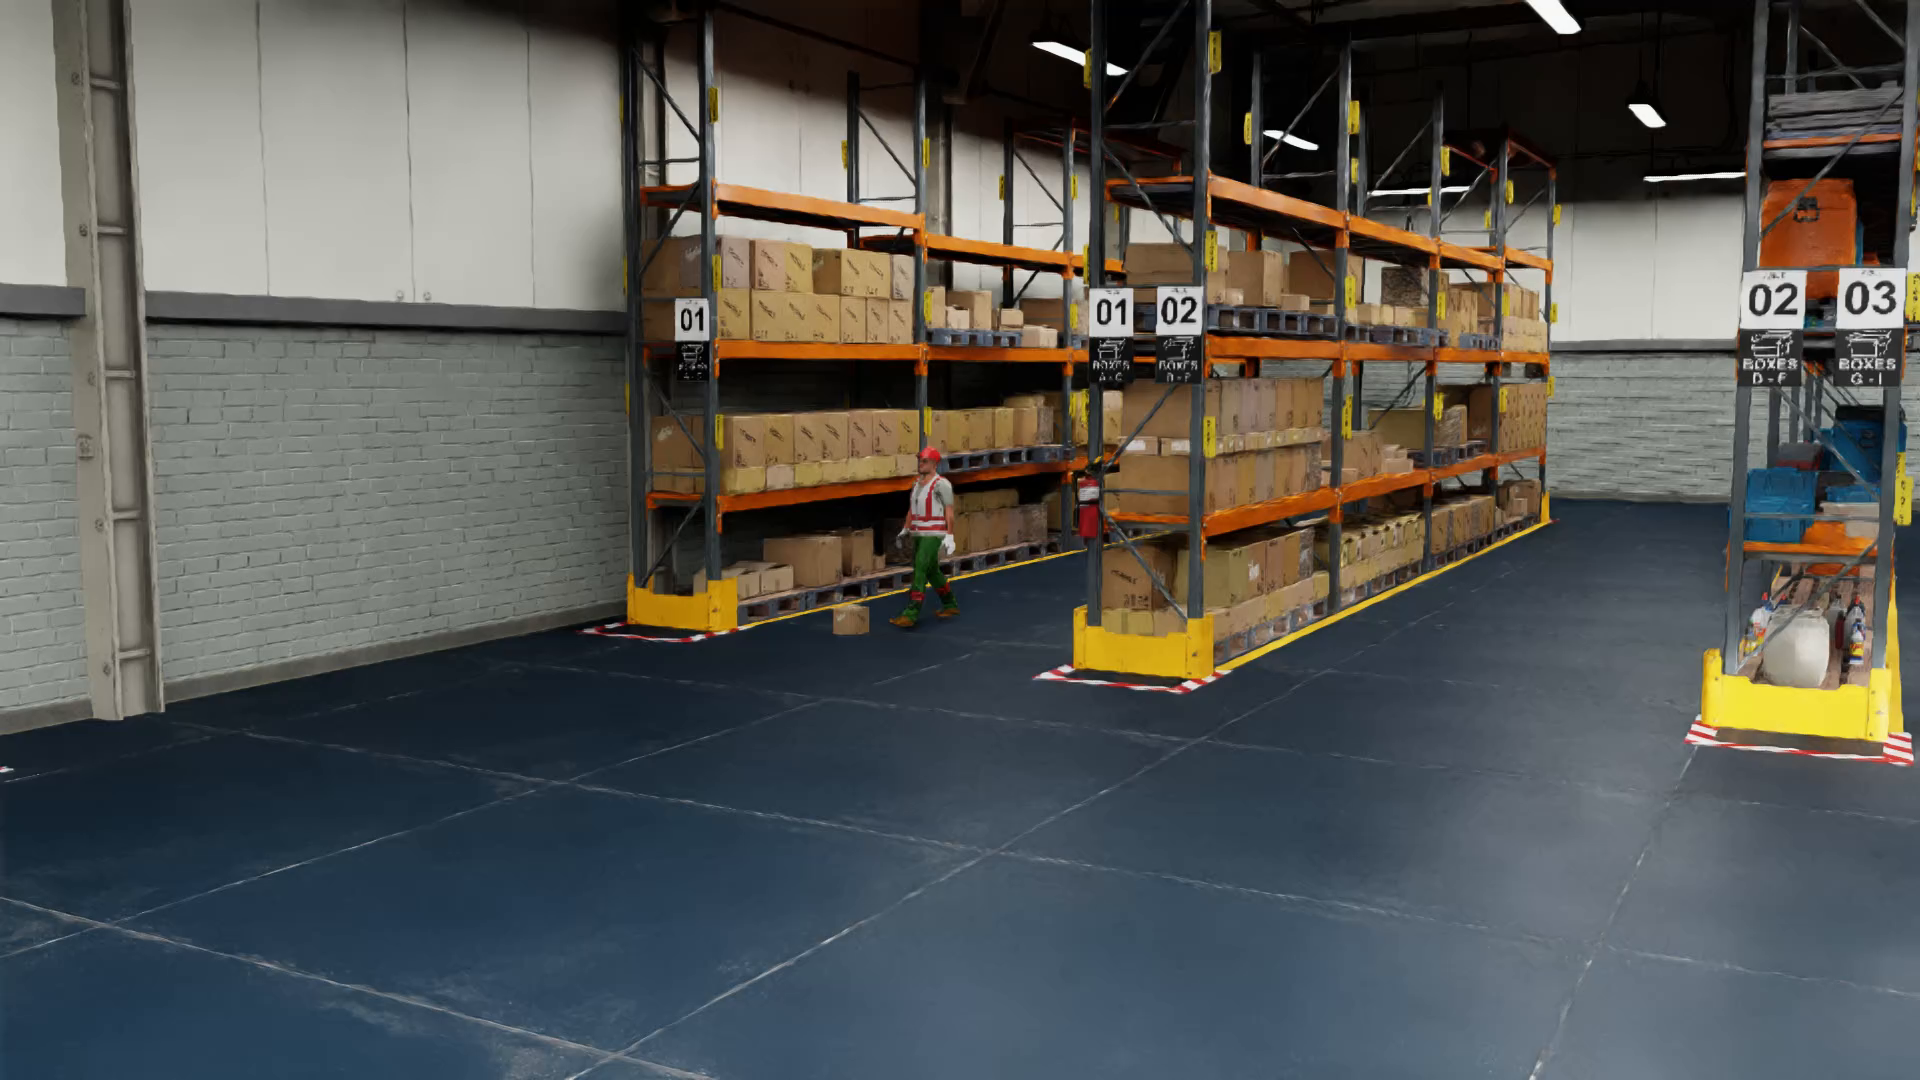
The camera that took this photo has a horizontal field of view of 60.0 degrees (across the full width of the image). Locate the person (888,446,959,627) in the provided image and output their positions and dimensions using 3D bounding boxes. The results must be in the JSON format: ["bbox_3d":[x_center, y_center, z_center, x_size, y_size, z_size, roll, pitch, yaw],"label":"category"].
[{"bbox_3d":[-0.373,-0.046,16.466,0.948,1.759,0.537,-4,7,-34],"label":"person"}]
